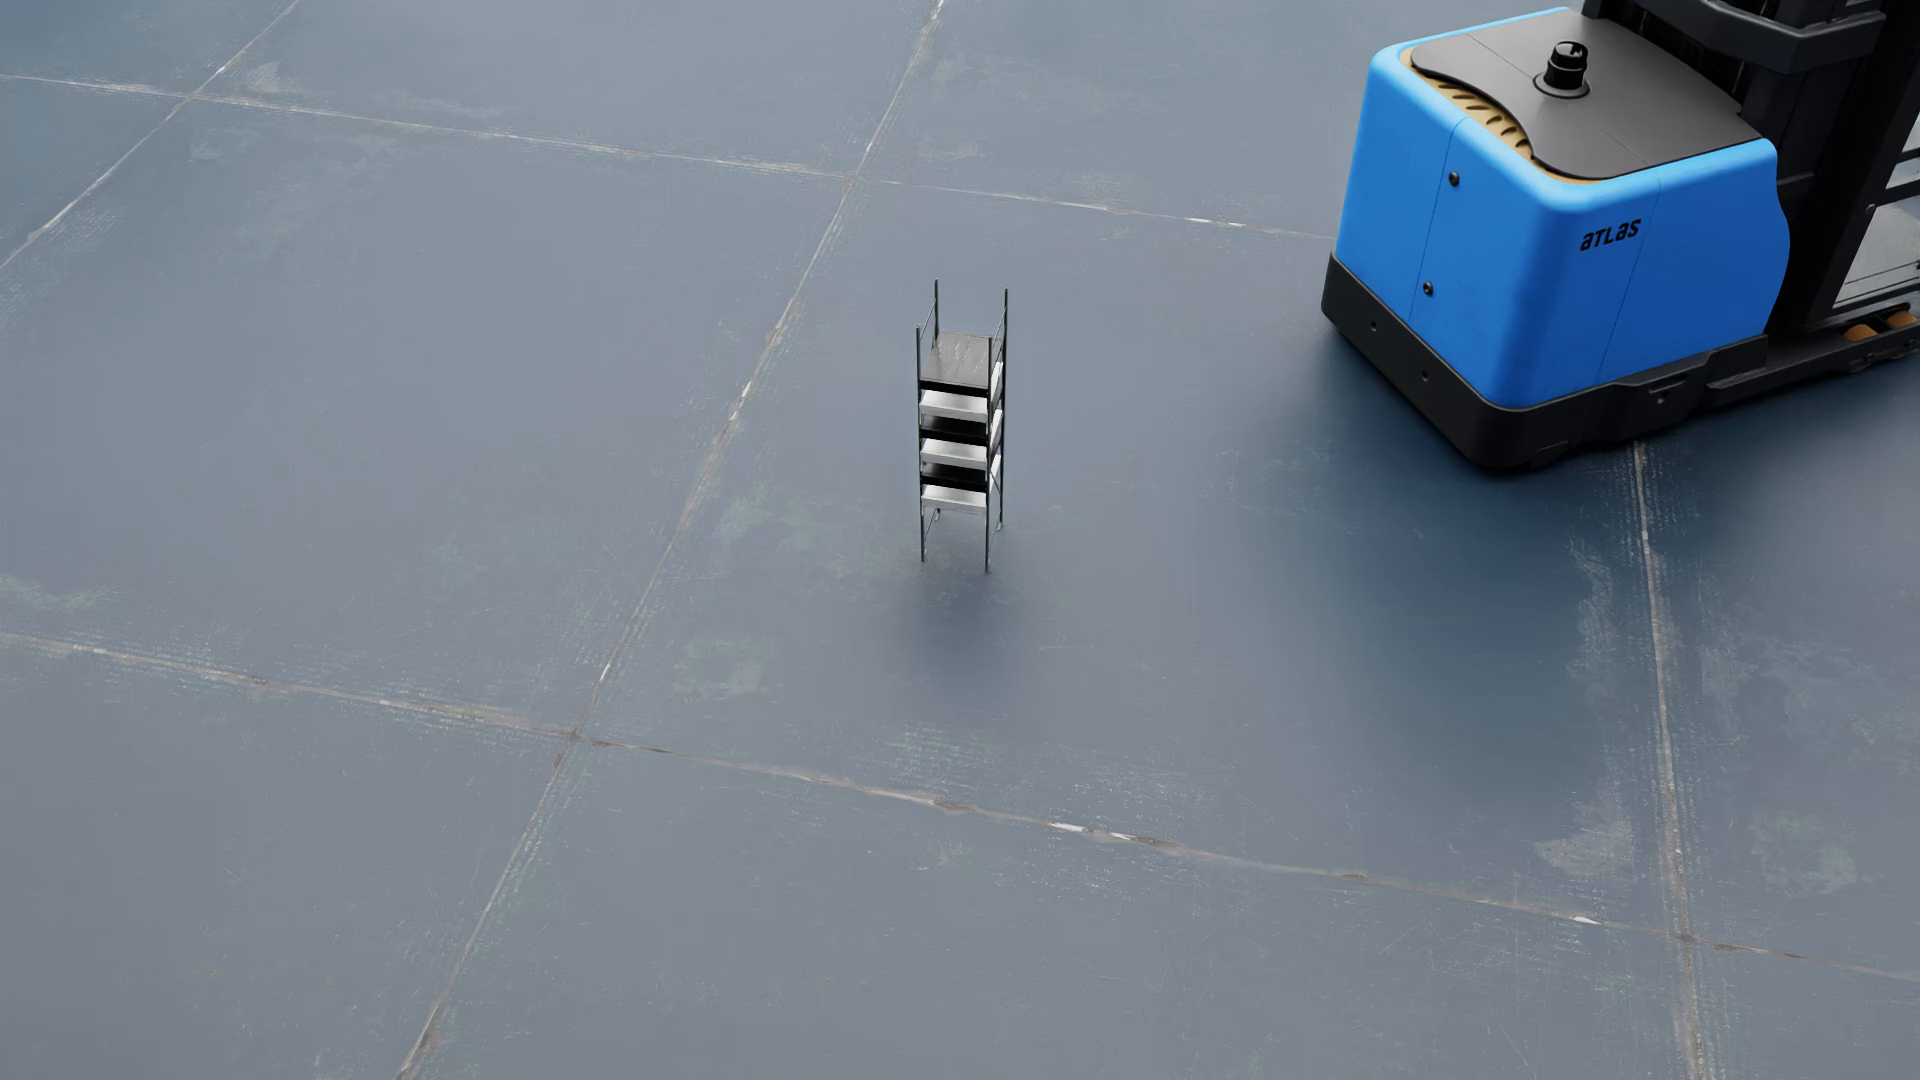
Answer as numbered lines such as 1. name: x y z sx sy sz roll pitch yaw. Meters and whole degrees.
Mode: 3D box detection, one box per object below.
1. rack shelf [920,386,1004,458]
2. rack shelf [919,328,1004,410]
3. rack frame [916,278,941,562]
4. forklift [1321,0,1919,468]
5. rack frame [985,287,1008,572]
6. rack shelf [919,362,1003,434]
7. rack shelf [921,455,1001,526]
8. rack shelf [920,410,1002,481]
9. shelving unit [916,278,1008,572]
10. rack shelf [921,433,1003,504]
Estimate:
1. rack shelf: 0.008 -0.364 4.897 0.200 0.077 0.258 9 45 9
2. rack shelf: 0.008 -0.493 4.773 0.200 0.077 0.258 9 45 9
3. rack frame: -0.091 -0.338 4.953 0.006 0.900 0.240 9 45 9
4. forklift: 2.869 -1.966 5.179 3.031 2.935 1.130 -17 46 -17
5. rack frame: 0.107 -0.308 4.921 0.006 0.900 0.240 9 45 9
6. rack shelf: 0.008 -0.429 4.835 0.200 0.077 0.258 9 45 9
7. rack shelf: 0.008 -0.169 5.085 0.200 0.077 0.258 9 45 9
8. rack shelf: 0.008 -0.299 4.960 0.200 0.077 0.258 9 45 9
9. shelving unit: 0.008 -0.323 4.937 0.210 0.900 0.258 9 45 9
10. rack shelf: 0.008 -0.234 5.022 0.200 0.077 0.258 9 45 9
